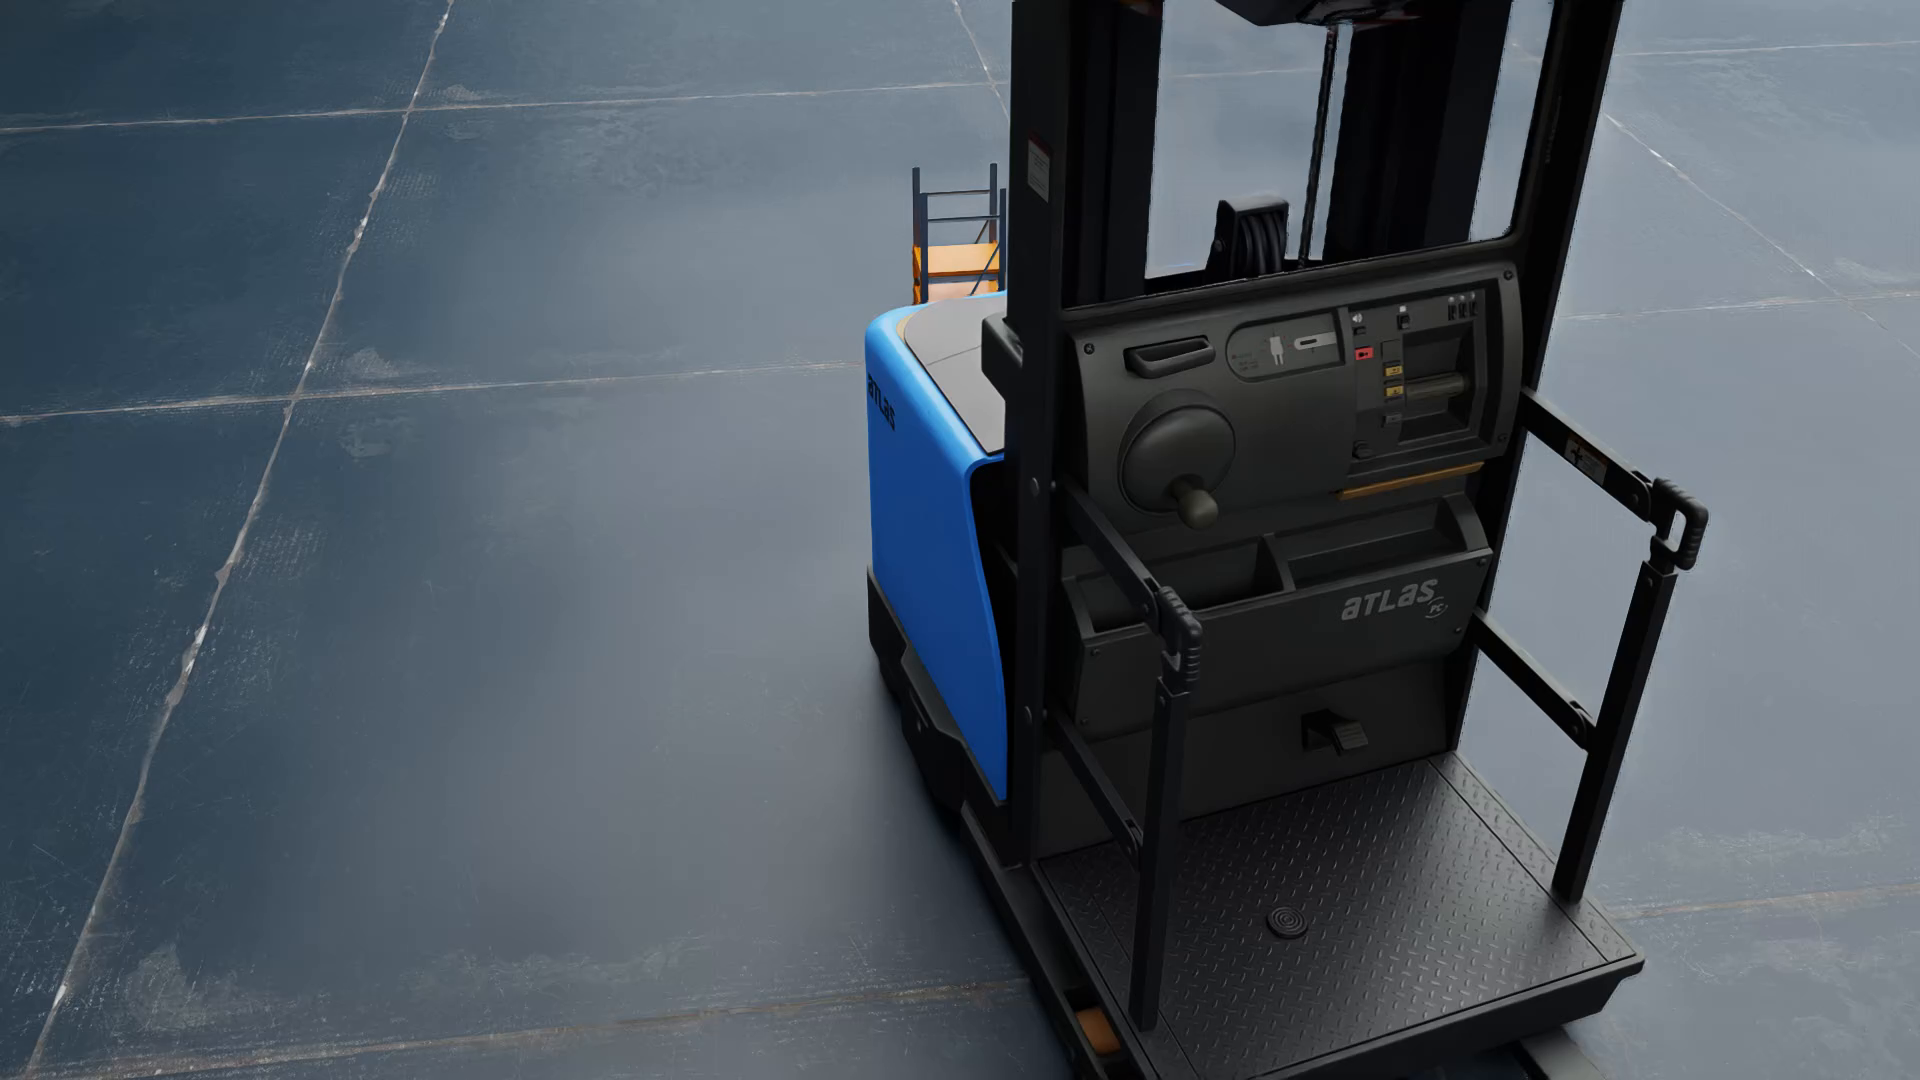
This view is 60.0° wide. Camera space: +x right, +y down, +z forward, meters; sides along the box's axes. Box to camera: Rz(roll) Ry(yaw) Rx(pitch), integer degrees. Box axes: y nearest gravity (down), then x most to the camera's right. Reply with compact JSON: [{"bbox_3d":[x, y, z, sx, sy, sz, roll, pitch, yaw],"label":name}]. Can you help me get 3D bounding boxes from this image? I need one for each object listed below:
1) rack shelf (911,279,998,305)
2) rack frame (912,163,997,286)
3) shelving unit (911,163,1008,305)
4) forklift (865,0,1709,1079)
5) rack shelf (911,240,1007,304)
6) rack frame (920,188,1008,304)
[{"bbox_3d":[-0.002,-0.665,4.814,0.258,0.103,0.180,-4,35,-6],"label":"rack shelf"},{"bbox_3d":[-0.014,-0.555,4.999,0.240,1.200,0.006,-4,35,-6],"label":"rack frame"},{"bbox_3d":[-0.002,-0.504,4.924,0.258,1.200,0.189,-4,35,-6],"label":"shelving unit"},{"bbox_3d":[0.727,-0.214,2.961,1.130,2.935,3.031,-12,36,-17],"label":"forklift"},{"bbox_3d":[-0.002,-0.765,4.746,0.258,0.103,0.180,-4,35,-6],"label":"rack shelf"},{"bbox_3d":[0.010,-0.453,4.849,0.240,1.200,0.006,-4,35,-6],"label":"rack frame"}]
